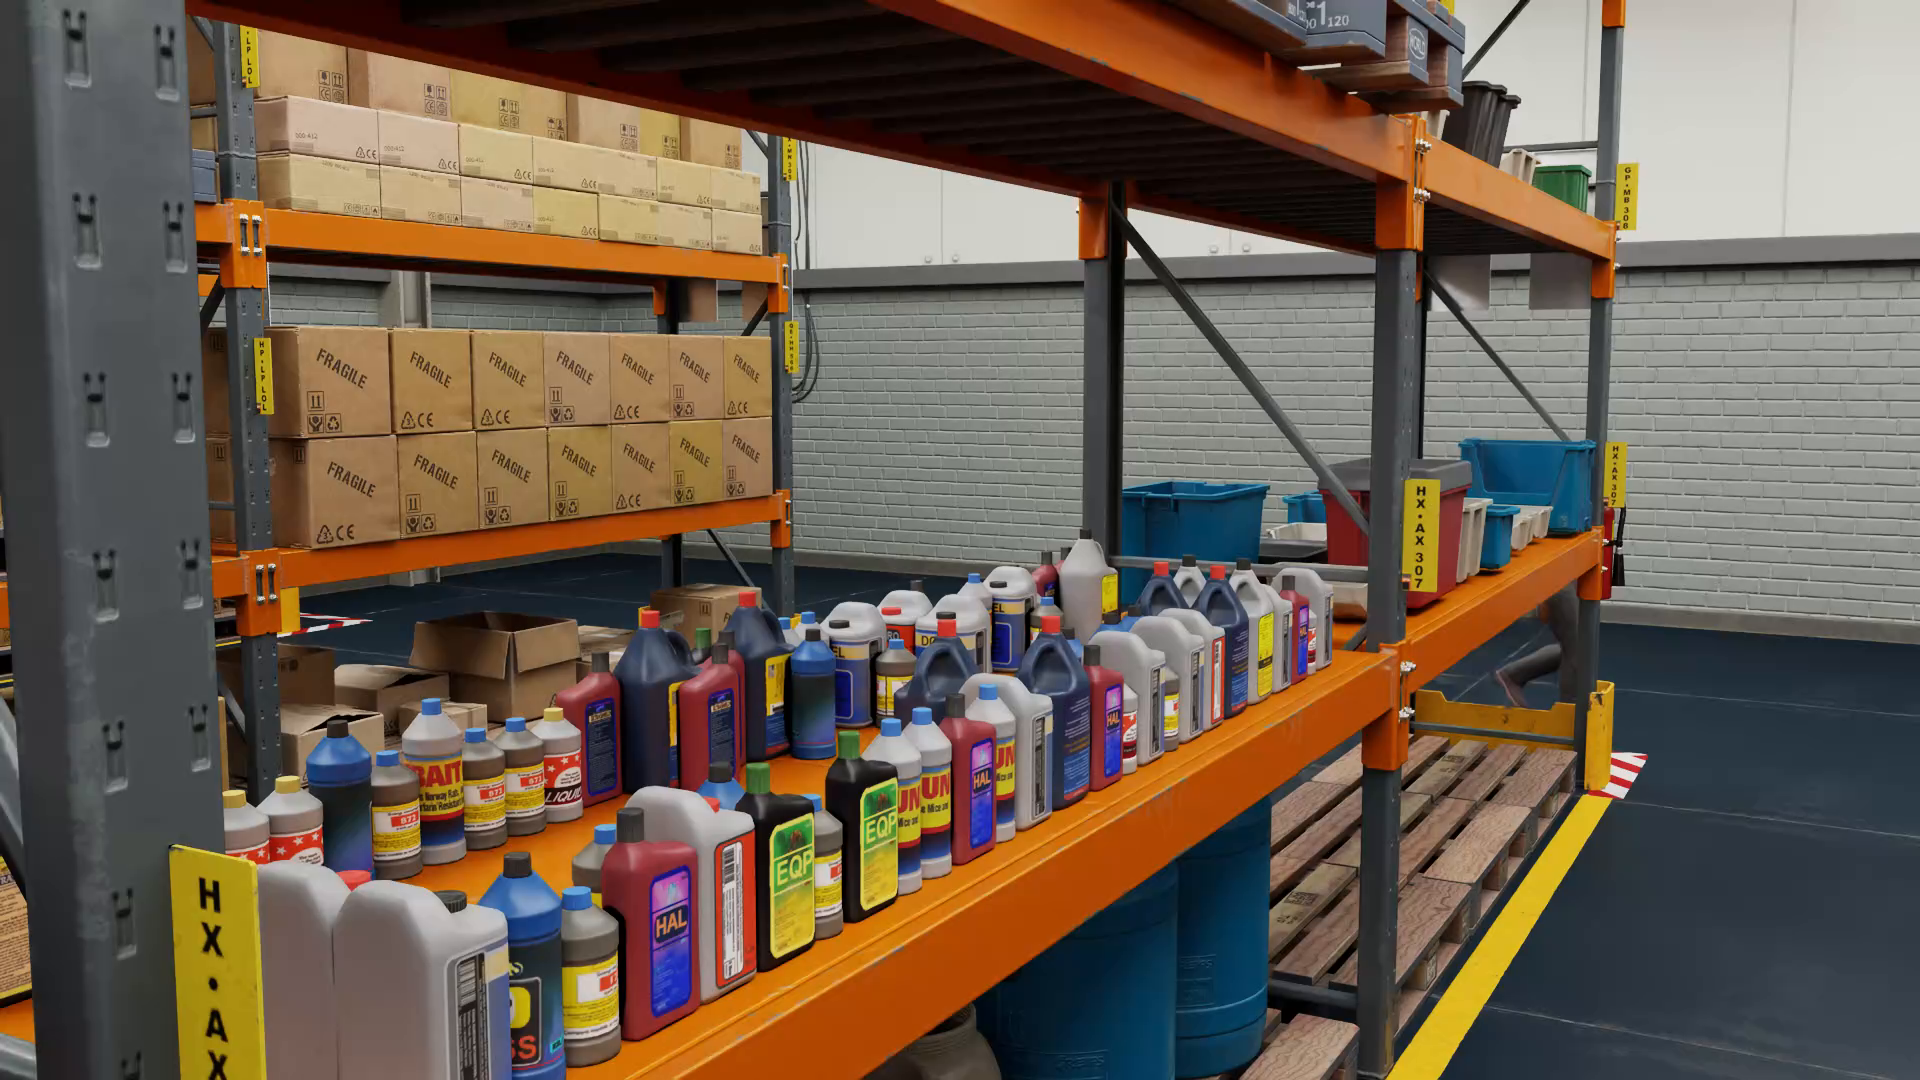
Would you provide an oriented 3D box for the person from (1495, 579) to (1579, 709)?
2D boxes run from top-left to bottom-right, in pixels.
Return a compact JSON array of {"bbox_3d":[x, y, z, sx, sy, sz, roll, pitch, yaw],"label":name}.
[{"bbox_3d":[3.437,0.284,9.593,0.739,1.630,0.452,5,8,39],"label":"person"}]
